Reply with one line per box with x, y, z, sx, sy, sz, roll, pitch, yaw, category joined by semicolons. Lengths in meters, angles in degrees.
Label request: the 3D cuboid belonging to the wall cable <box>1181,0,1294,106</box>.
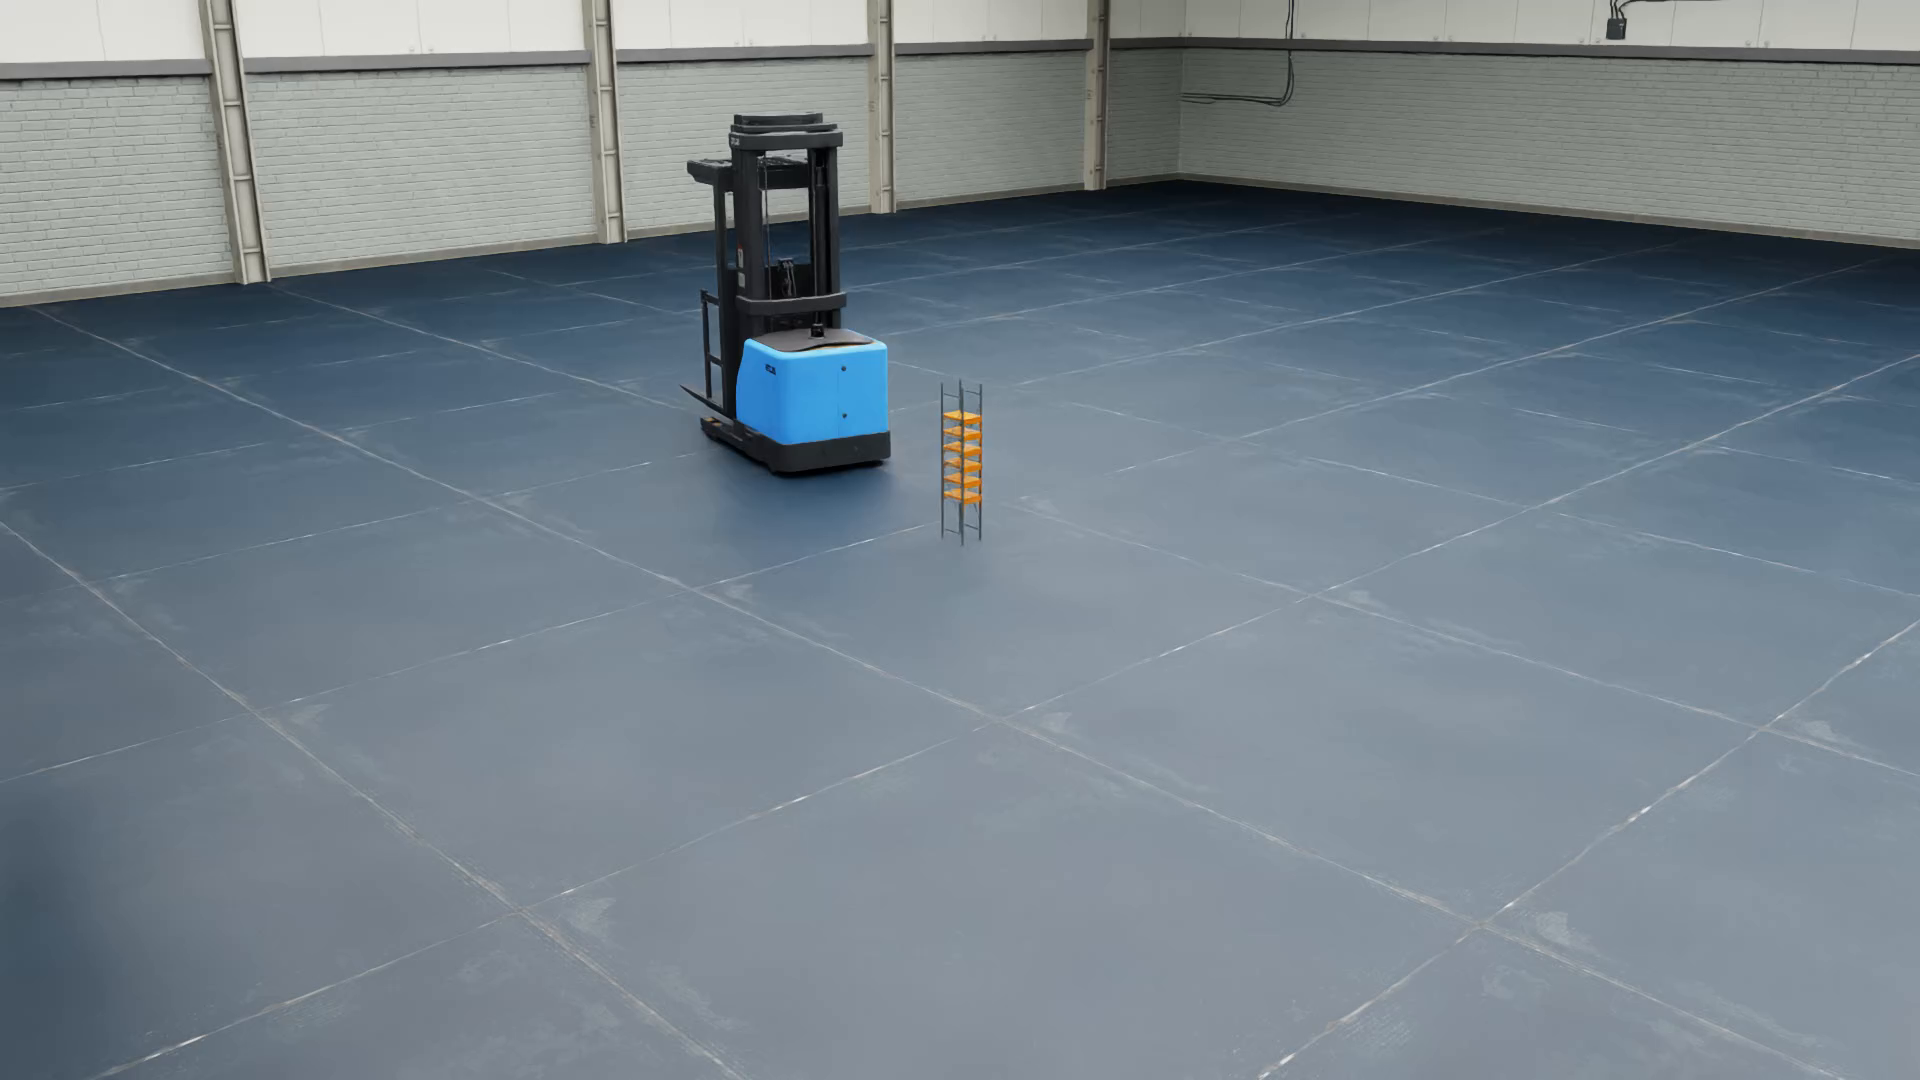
5.941;-10.671;35.840;0.112;2.526;3.097;-16;24;-41;wall cable

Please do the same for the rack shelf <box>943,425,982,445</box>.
0.011;-0.760;12.249;0.180;0.103;0.258;-16;24;-41;rack shelf

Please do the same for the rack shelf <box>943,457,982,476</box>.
0.011;-0.532;12.323;0.180;0.103;0.258;-16;24;-41;rack shelf

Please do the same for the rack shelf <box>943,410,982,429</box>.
0.011;-0.874;12.212;0.180;0.103;0.258;-16;24;-41;rack shelf

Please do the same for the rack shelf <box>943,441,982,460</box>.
0.011;-0.646;12.286;0.180;0.103;0.258;-16;24;-41;rack shelf

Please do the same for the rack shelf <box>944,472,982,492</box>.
0.011;-0.417;12.360;0.180;0.103;0.258;-16;24;-41;rack shelf

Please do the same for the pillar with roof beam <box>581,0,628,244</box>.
-2.870;-8.312;23.532;0.400;9.000;9.100;-16;24;-41;pillar with roof beam

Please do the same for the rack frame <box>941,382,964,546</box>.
-0.056;-0.554;12.249;0.006;1.200;0.240;-16;24;-41;rack frame

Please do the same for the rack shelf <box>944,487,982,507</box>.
0.011;-0.303;12.397;0.180;0.103;0.258;-16;24;-41;rack shelf

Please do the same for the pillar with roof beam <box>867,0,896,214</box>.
1.489;-9.584;27.453;0.400;9.000;9.100;-16;24;-41;pillar with roof beam

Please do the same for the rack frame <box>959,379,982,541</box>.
0.077;-0.593;12.369;0.006;1.200;0.240;-16;24;-41;rack frame

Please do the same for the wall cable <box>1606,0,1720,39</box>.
12.451;-11.635;28.265;0.169;6.003;2.305;-16;24;-41;wall cable

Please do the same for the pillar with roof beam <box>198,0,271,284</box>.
-7.230;-7.041;19.610;0.400;9.000;9.100;-16;24;-41;pillar with roof beam

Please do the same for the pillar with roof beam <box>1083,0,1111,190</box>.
5.849;-10.855;31.374;0.400;9.000;9.100;-16;24;-41;pillar with roof beam

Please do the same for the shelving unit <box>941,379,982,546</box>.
0.011;-0.574;12.309;0.189;1.200;0.258;-16;24;-41;shelving unit

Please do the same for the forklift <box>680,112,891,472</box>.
-1.760;-2.374;15.053;1.130;2.935;3.031;-10;20;-27;forklift
